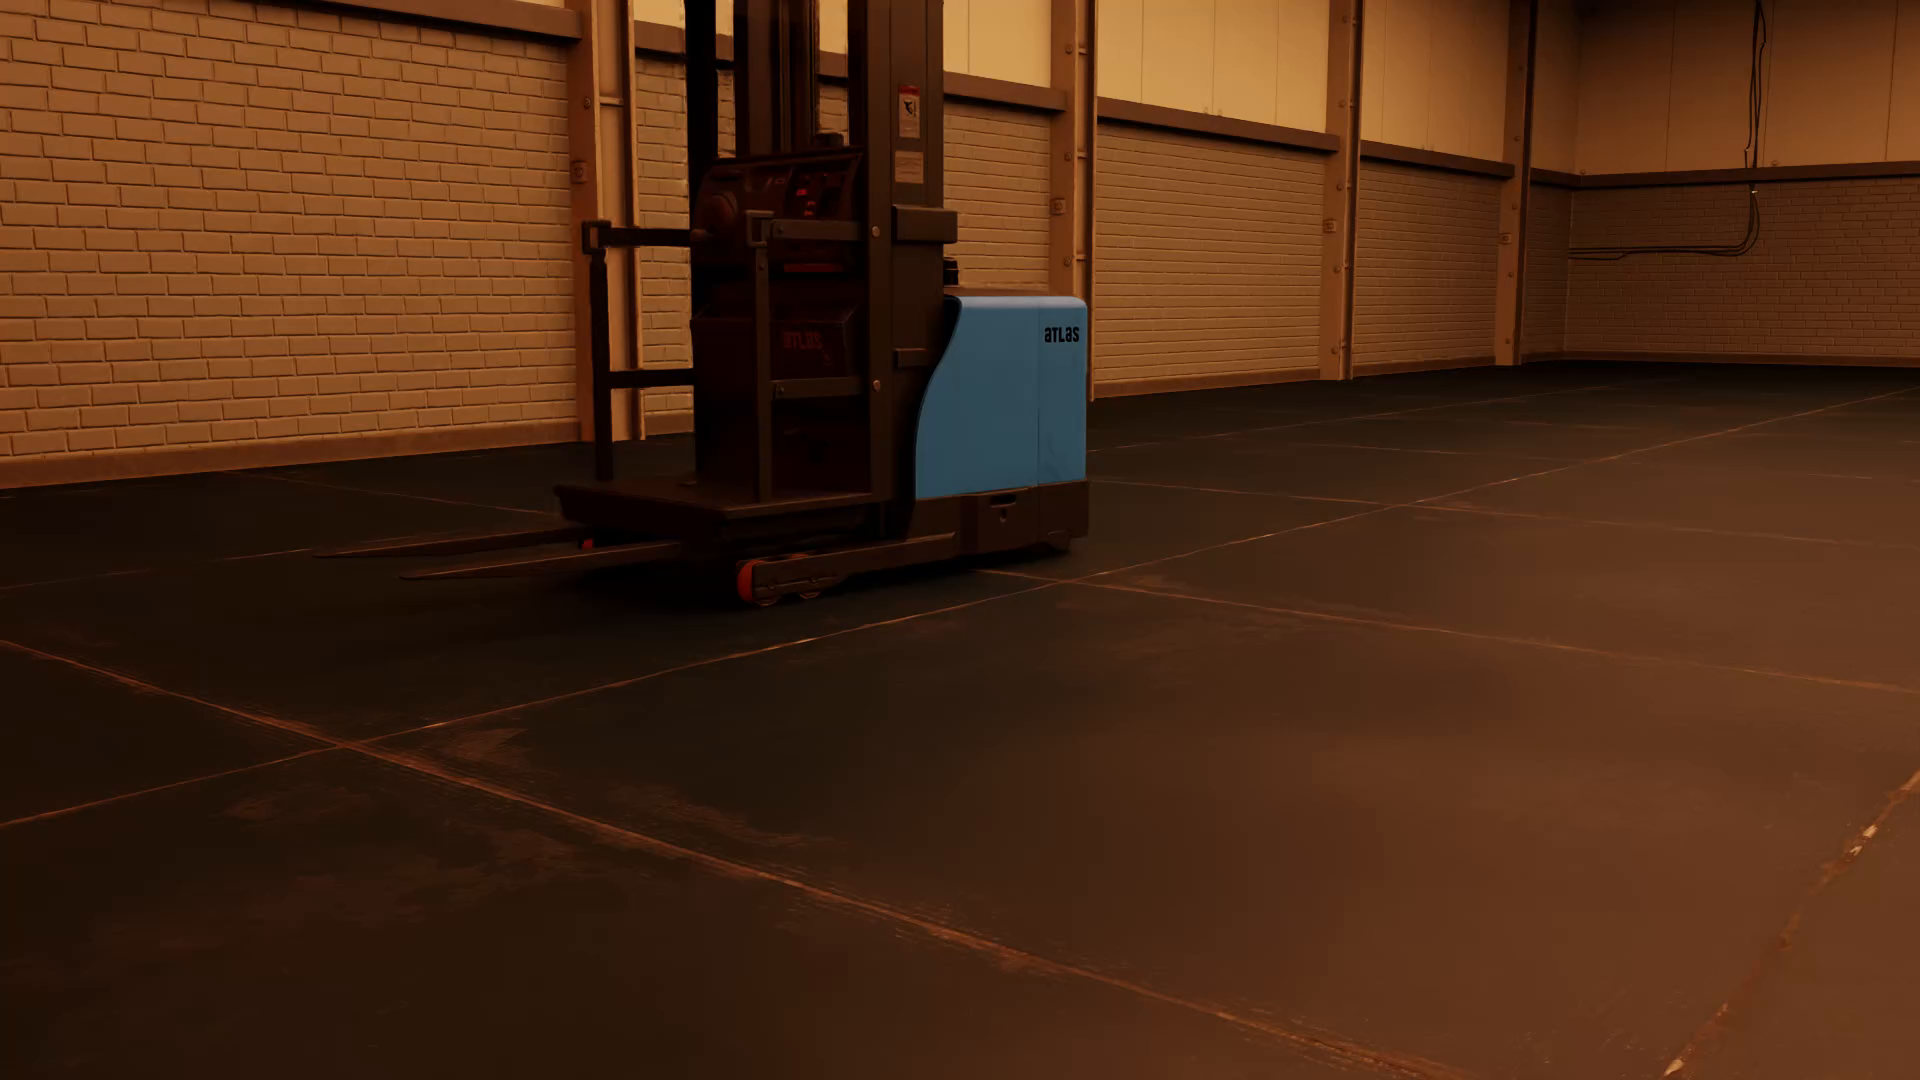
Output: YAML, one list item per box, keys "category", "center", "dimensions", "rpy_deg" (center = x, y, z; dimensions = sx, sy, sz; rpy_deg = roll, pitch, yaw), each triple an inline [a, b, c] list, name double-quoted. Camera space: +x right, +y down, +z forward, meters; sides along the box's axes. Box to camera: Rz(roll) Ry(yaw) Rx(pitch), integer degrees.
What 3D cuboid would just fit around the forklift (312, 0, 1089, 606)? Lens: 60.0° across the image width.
- category: "forklift"
  center: [-0.851, -1.301, 6.175]
  dimensions: [1.130, 2.935, 3.031]
  rpy_deg: [8, 12, 44]
